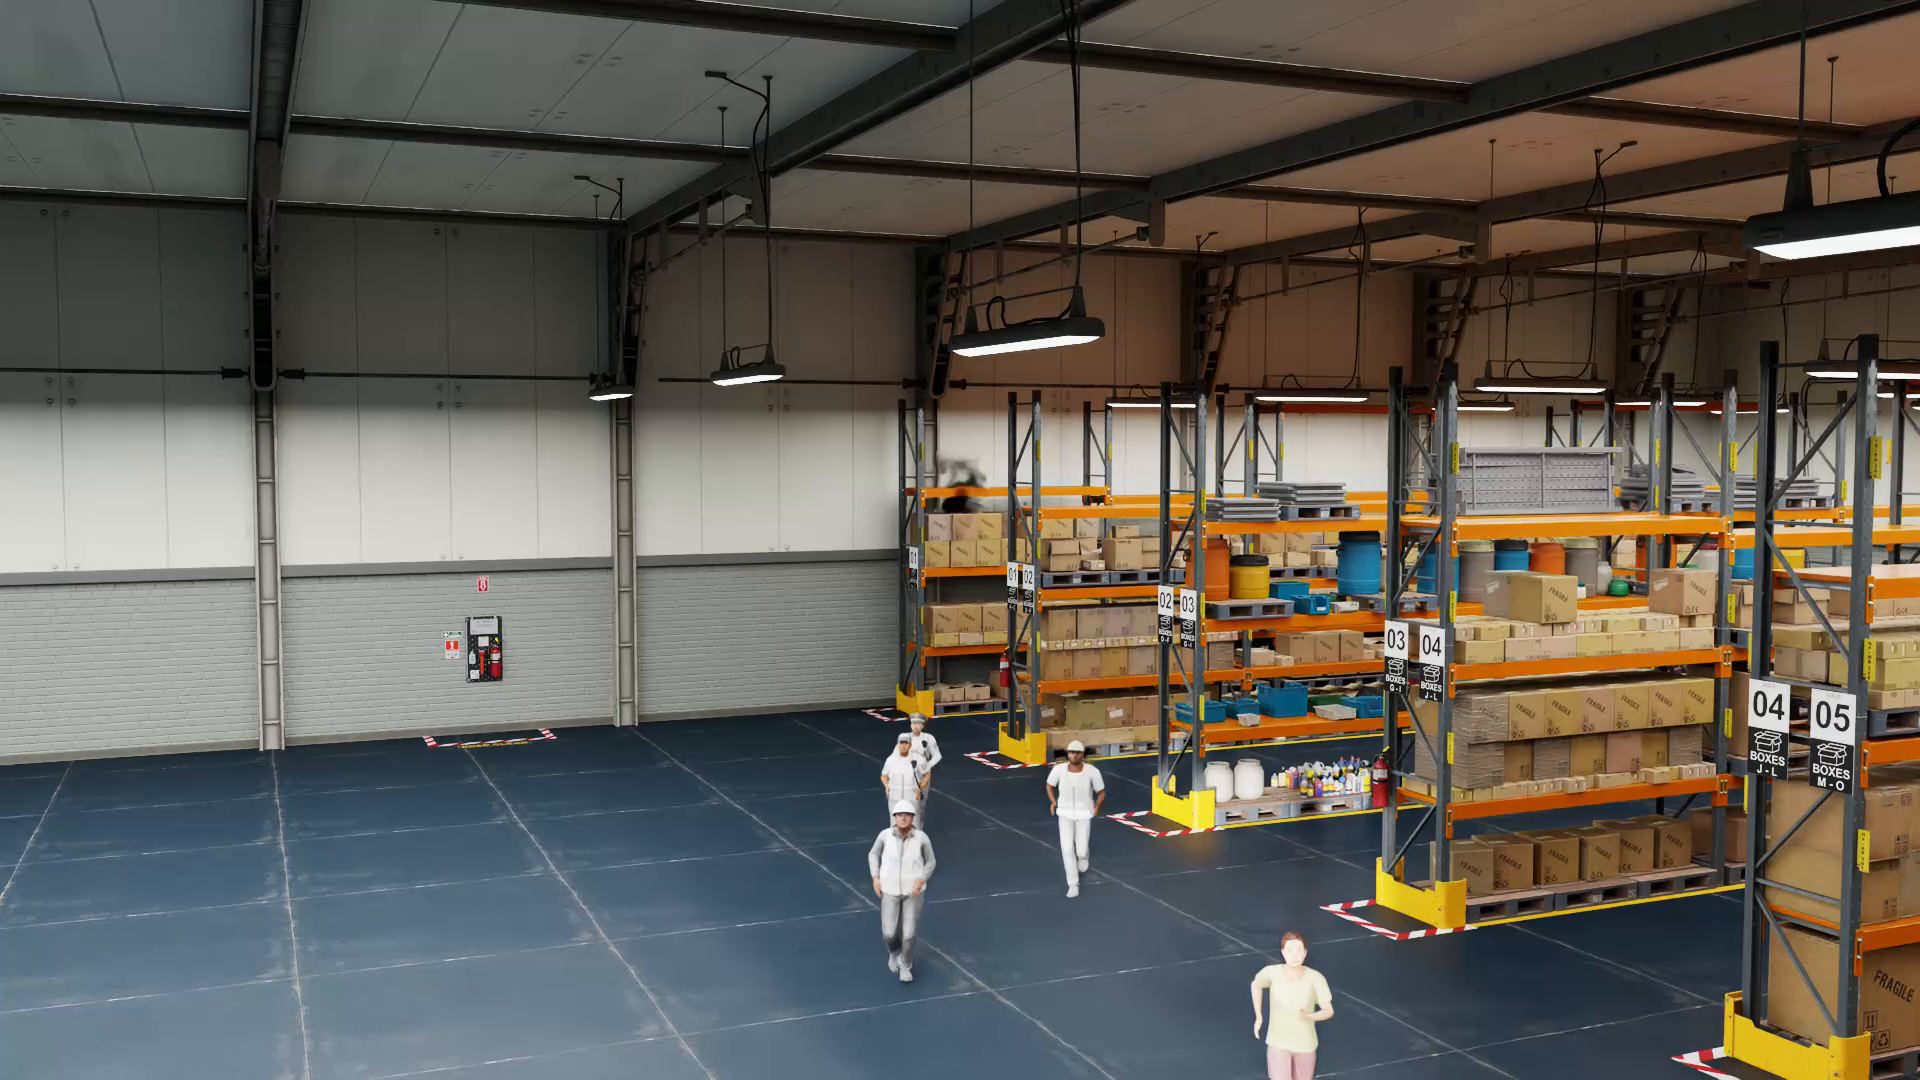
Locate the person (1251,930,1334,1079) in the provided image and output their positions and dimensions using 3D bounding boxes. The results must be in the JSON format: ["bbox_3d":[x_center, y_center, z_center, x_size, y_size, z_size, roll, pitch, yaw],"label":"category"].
[{"bbox_3d":[2.360,3.622,11.812,0.550,1.715,0.830,0,3,6],"label":"person"}]

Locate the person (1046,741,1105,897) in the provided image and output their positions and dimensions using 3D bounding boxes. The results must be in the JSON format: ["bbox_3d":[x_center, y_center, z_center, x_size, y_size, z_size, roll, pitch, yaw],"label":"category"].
[{"bbox_3d":[1.327,3.179,19.218,0.700,1.747,0.796,1,3,9],"label":"person"}]

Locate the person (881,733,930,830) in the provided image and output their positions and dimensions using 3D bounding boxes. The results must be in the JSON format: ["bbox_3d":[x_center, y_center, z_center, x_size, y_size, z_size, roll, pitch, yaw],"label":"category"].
[{"bbox_3d":[-0.677,3.164,20.332,0.602,1.617,0.575,0,3,5],"label":"person"}]

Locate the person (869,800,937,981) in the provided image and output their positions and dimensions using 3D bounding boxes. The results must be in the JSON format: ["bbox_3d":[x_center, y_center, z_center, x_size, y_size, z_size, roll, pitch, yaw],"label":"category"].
[{"bbox_3d":[-0.560,3.361,15.966,0.666,1.735,0.515,0,3,3],"label":"person"}]

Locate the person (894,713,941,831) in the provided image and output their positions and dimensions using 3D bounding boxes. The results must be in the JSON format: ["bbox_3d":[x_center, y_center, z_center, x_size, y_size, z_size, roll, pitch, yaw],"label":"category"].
[{"bbox_3d":[-0.555,3.066,21.576,0.624,1.661,0.577,0,3,2],"label":"person"}]
